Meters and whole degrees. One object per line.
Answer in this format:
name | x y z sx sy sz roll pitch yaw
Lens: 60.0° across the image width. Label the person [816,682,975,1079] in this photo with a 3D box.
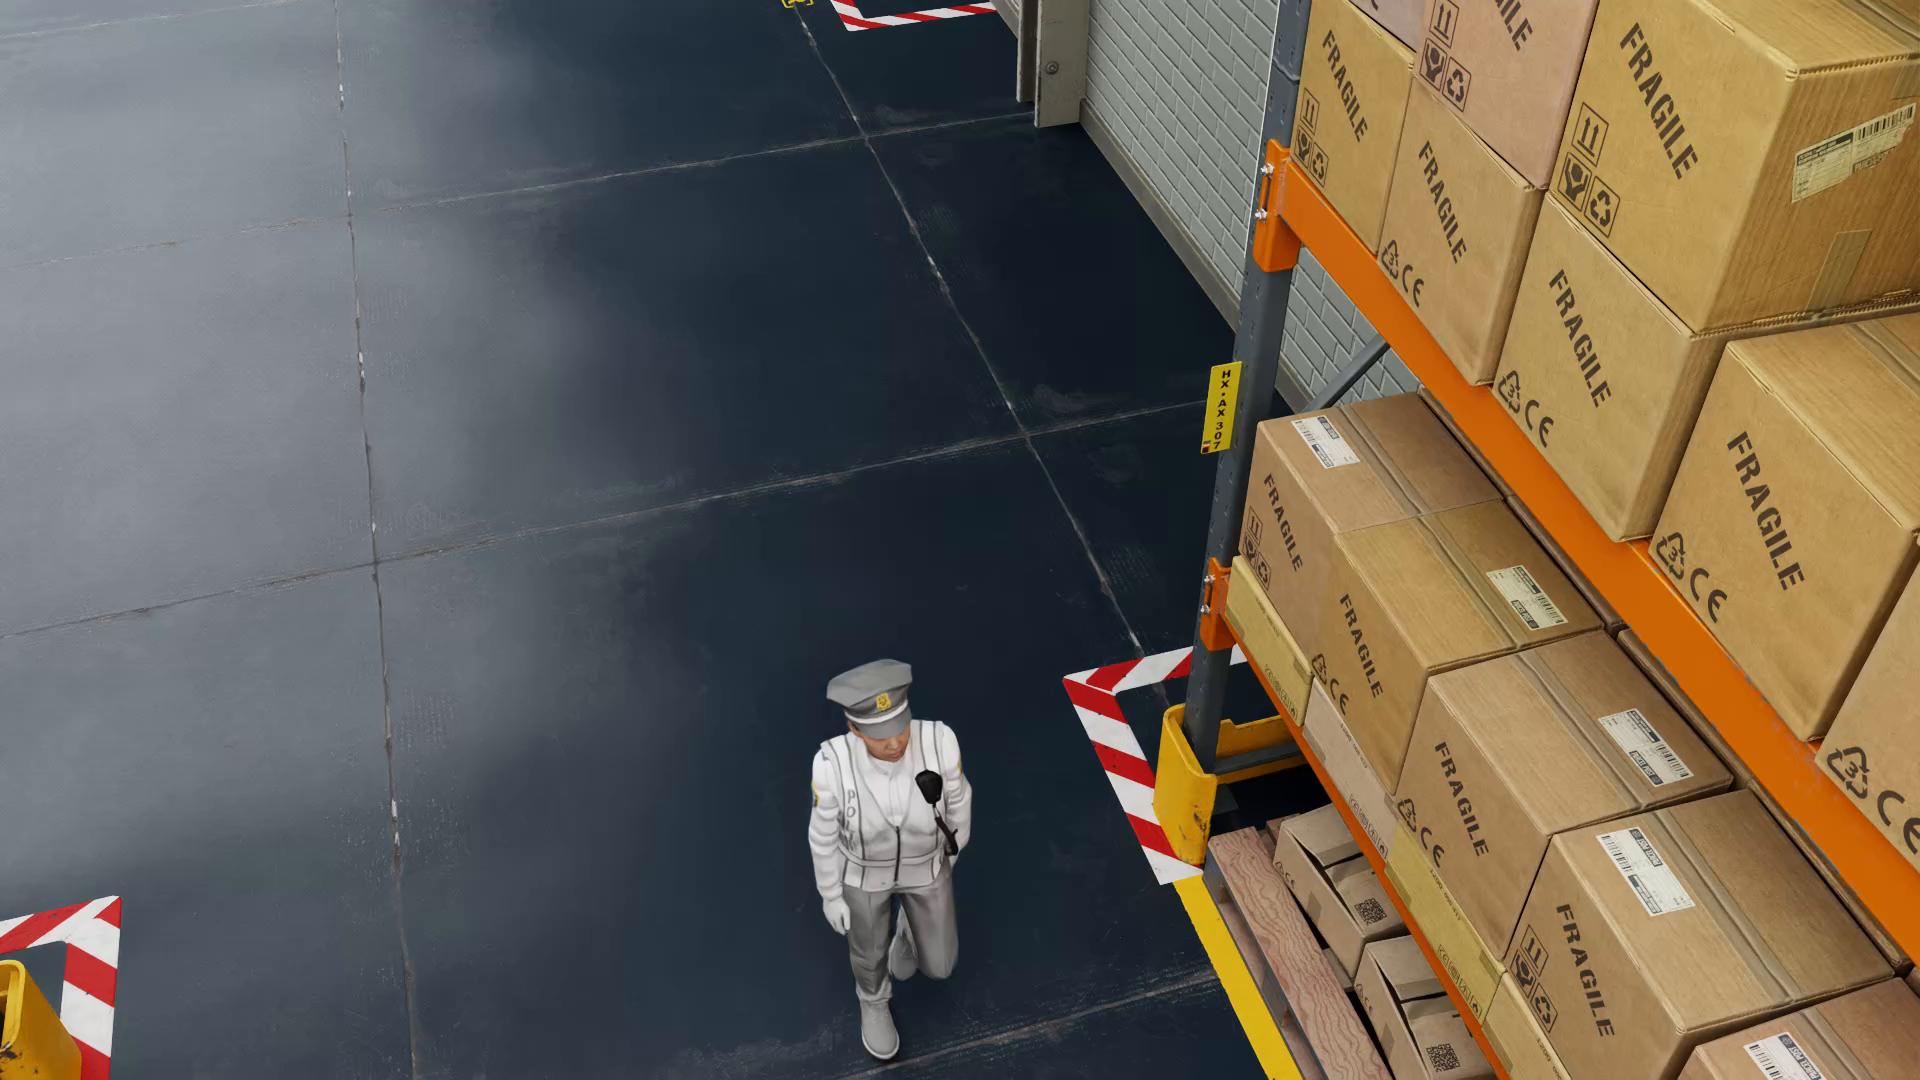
person | -0.175 1.071 4.969 0.495 1.735 0.484 -8 43 -9
